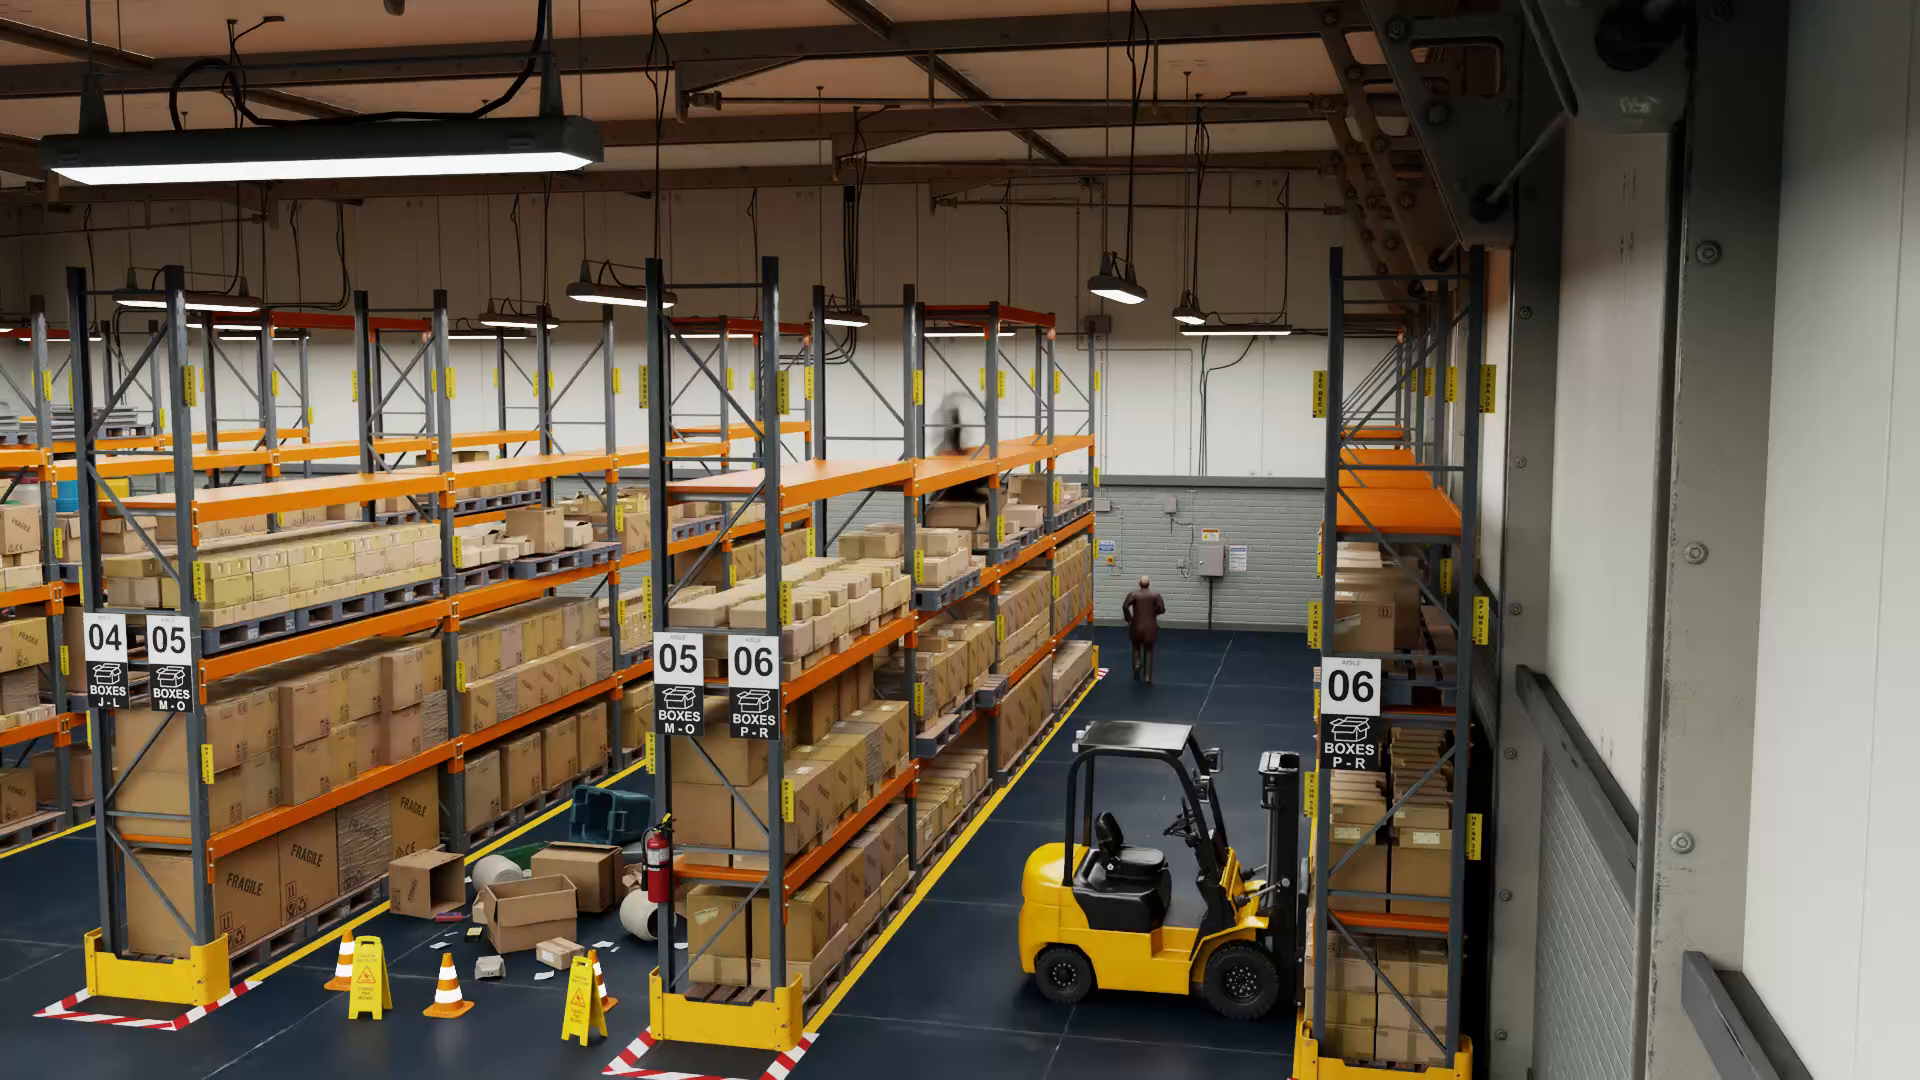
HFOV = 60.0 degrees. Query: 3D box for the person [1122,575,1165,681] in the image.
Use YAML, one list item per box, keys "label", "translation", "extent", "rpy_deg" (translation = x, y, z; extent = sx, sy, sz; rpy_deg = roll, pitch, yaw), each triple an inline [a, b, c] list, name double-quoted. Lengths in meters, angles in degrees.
- label: "person"
  translation: [3.064, 1.488, 27.788]
  extent: [0.723, 1.792, 0.686]
  rpy_deg: [0, 6, 5]
